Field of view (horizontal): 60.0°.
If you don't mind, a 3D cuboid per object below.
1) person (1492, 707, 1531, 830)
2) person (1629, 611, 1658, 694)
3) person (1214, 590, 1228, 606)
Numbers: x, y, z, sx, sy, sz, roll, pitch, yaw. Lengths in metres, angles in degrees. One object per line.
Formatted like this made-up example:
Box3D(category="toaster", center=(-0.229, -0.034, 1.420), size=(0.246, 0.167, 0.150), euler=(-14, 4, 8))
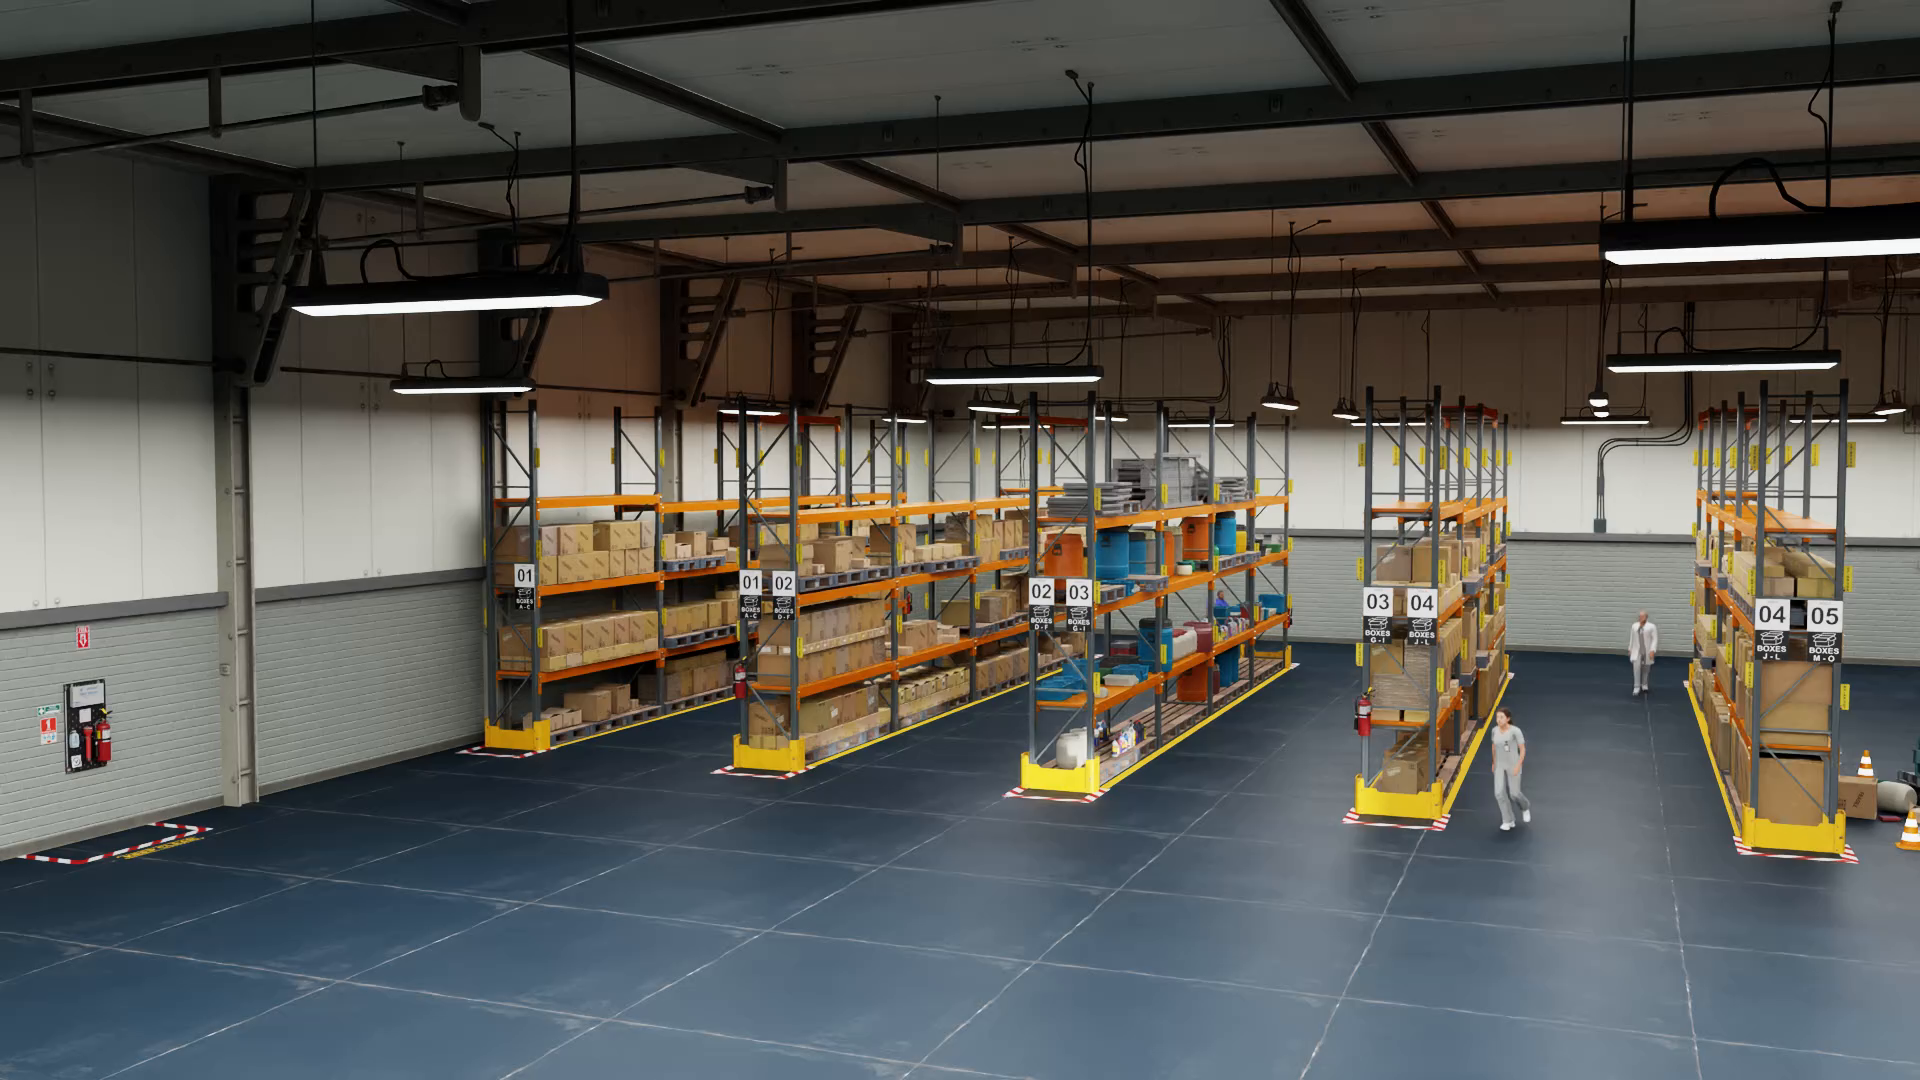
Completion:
Box3D(category="person", center=(7.488, 3.072, 22.577), size=(0.498, 1.645, 0.647), euler=(3, 4, 44))
Box3D(category="person", center=(14.501, 2.371, 35.294), size=(0.580, 1.718, 1.102), euler=(1, 3, 22))
Box3D(category="person", center=(6.741, 2.083, 42.621), size=(0.465, 1.614, 0.920), euler=(-3, 4, -44))
